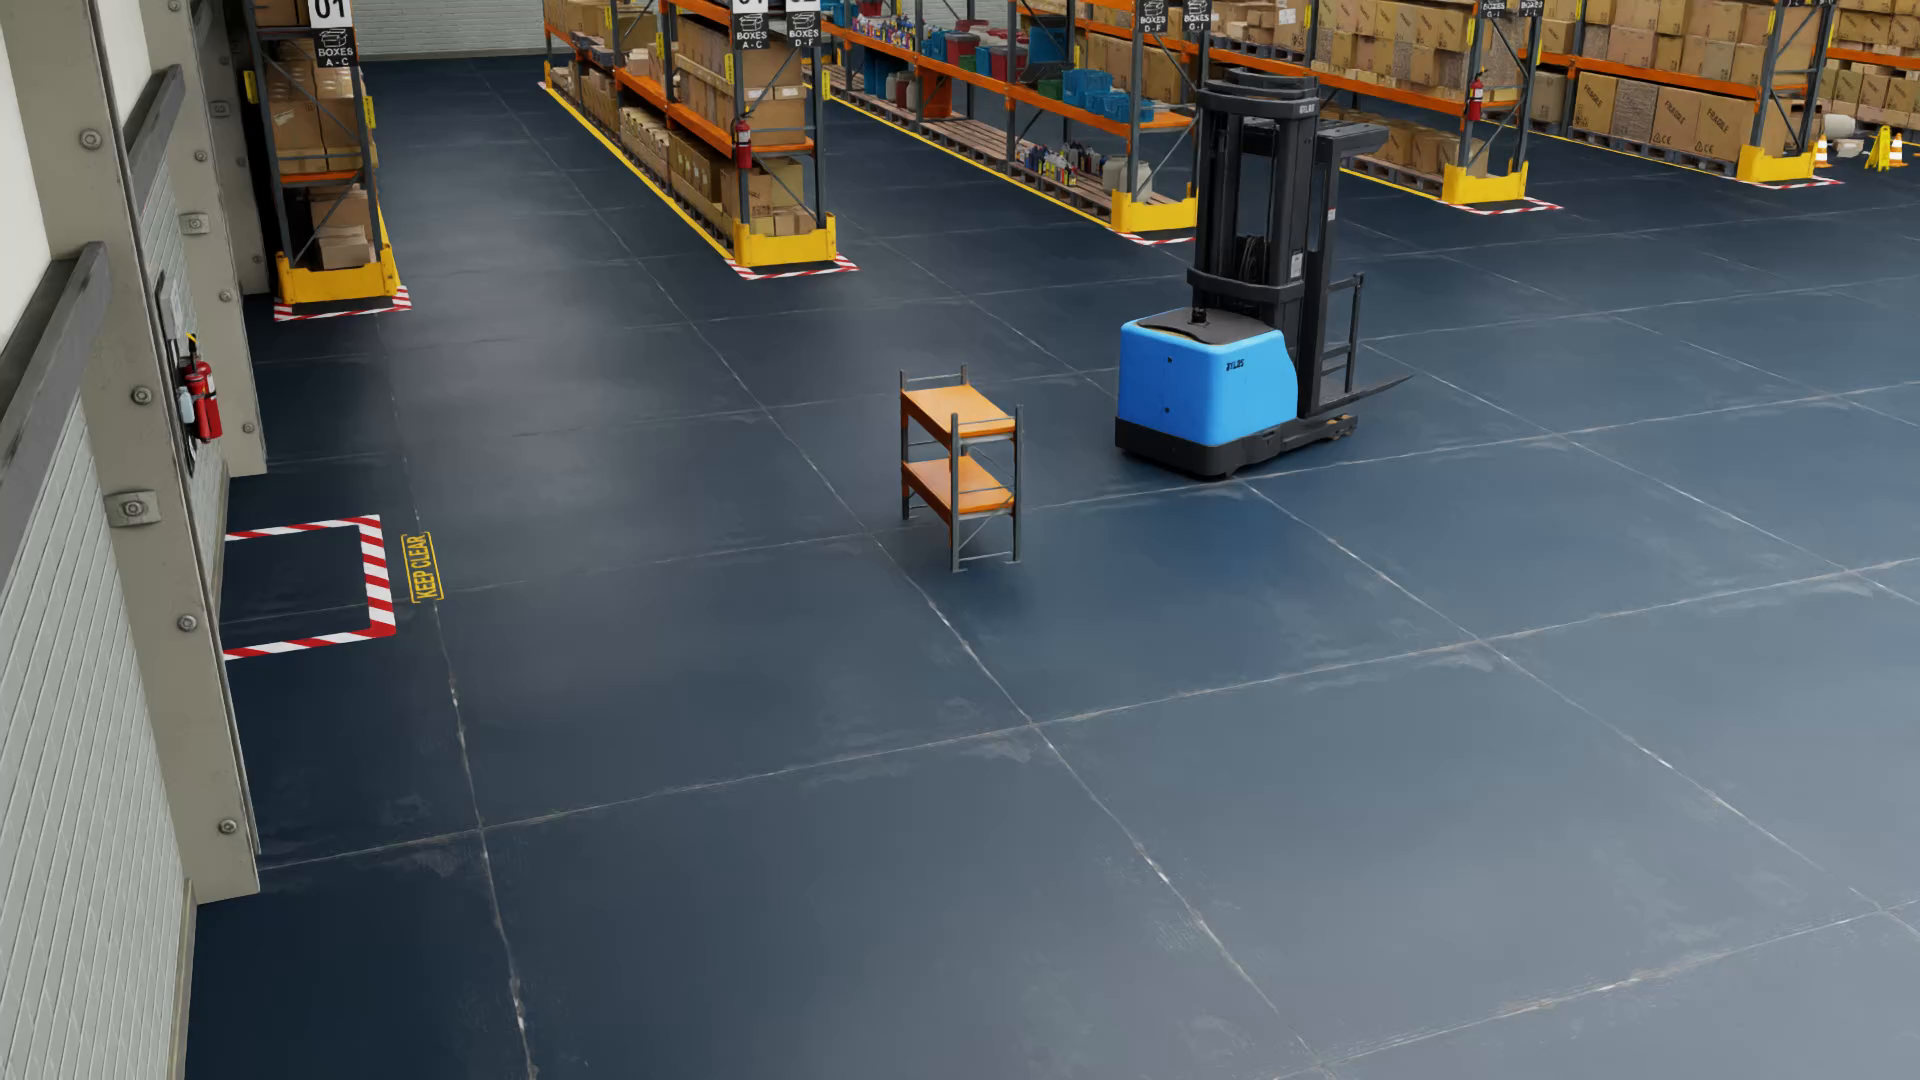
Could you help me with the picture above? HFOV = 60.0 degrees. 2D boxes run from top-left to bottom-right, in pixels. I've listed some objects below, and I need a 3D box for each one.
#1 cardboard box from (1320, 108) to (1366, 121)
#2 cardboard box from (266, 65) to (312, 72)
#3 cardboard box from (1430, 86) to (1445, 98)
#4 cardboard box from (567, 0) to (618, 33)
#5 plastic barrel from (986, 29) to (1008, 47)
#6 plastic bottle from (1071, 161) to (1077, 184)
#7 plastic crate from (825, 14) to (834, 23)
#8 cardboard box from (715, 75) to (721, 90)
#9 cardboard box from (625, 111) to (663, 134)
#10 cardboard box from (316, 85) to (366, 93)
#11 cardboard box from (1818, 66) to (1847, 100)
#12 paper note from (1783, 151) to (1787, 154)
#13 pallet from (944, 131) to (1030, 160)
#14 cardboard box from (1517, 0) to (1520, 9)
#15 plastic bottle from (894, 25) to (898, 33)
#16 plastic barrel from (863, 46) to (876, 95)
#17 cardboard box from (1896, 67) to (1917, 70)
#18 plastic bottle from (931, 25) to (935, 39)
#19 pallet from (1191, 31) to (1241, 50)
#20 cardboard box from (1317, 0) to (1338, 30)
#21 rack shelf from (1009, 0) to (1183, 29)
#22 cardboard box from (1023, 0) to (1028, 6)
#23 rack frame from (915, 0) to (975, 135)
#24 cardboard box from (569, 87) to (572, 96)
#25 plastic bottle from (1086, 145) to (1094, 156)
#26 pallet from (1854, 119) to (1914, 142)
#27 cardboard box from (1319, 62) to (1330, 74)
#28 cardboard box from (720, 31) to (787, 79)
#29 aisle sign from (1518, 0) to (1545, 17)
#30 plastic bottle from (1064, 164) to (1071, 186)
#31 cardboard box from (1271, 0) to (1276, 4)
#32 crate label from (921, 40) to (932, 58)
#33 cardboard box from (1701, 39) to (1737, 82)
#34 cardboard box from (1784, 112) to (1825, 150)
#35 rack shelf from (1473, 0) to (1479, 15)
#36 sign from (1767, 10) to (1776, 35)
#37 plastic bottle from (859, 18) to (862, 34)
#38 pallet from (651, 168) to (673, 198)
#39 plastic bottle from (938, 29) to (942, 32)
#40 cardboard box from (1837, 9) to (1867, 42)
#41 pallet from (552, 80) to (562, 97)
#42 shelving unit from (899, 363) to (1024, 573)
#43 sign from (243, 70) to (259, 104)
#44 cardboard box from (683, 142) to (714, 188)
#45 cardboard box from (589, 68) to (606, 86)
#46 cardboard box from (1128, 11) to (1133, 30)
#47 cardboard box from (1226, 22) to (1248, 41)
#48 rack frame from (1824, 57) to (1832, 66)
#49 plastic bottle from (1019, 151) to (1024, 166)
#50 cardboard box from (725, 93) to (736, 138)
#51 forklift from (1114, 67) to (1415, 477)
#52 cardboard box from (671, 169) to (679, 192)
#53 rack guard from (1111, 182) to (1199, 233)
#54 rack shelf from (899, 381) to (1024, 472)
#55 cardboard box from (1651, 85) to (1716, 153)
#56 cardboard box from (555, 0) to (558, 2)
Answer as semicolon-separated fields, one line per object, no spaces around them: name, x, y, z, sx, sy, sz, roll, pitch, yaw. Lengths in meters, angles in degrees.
cardboard box;5.903;-6.383;25.711;0.500;0.500;0.500;-9;25;-21
cardboard box;-7.953;-5.351;19.786;0.500;0.500;0.500;-8;24;-19
cardboard box;6.694;-6.173;22.858;0.380;0.149;0.250;-8;24;-19
cardboard box;-6.337;-9.078;28.757;0.700;0.500;0.500;-18;29;-36
plastic barrel;0.621;-7.677;25.927;0.433;0.535;0.433;0;23;0
plastic bottle;1.556;-5.028;22.748;0.061;0.283;0.133;-8;24;-19
plastic crate;-2.307;-9.990;31.868;0.437;0.125;0.590;-8;24;-19
cardboard box;-2.734;-5.514;20.006;0.380;0.149;0.250;-8;24;-17
cardboard box;-4.779;-6.353;25.238;0.500;0.311;0.500;-9;24;-20
cardboard box;-6.742;-4.681;18.197;0.500;0.500;0.500;-8;24;-19
cardboard box;15.026;-7.873;28.601;0.500;0.500;0.500;-7;24;-16
paper note;12.937;-6.101;26.189;0.144;0.017;0.142;0;23;-1
pallet;0.417;-6.252;26.312;1.003;0.211;1.213;-8;24;-19
cardboard box;9.933;-9.193;28.283;0.700;0.500;0.500;-8;24;-19
plastic bottle;-1.123;-8.803;28.925;0.061;0.283;0.133;-8;24;-19
plastic barrel;-1.484;-8.746;30.800;0.600;0.901;0.708;-8;24;-19
cardboard box;18.984;-9.378;32.654;0.875;0.625;0.625;-9;25;-21
plastic bottle;-0.463;-8.840;29.012;0.061;0.283;0.133;-8;24;-19
pallet;4.738;-8.613;28.570;1.213;0.211;1.003;-8;24;-19
cardboard box;5.721;-7.938;24.922;0.500;0.500;0.500;-8;24;-19
rack shelf;1.872;-7.137;21.885;1.077;0.370;4.000;-8;24;-19
cardboard box;1.560;-11.377;35.203;0.380;0.149;0.250;-9;24;-20
rack frame;-0.247;-8.266;27.500;1.000;3.000;0.127;-8;24;-19
cardboard box;-6.951;-8.227;30.510;0.380;0.149;0.250;-8;24;-19
plastic bottle;1.845;-5.413;23.576;0.144;0.351;0.185;-8;24;-19
pallet;15.776;-6.884;27.811;1.003;0.211;1.213;-8;24;-19
cardboard box;5.670;-7.165;25.210;0.380;0.149;0.250;-8;24;-19
cardboard box;-2.419;-5.706;19.627;0.700;0.500;0.500;-9;24;-20
aisle sign;7.515;-7.256;21.755;0.394;0.787;0.004;-8;24;-19
plastic bottle;1.462;-4.958;22.581;0.061;0.283;0.133;-8;24;-18
cardboard box;6.866;-11.474;35.435;0.380;0.149;0.250;-9;24;-20
crate label;-0.449;-7.985;27.048;0.303;0.233;0.416;-8;24;-19
cardboard box;11.500;-7.077;24.487;0.875;0.550;0.550;-8;24;-19
cardboard box;13.495;-6.539;26.617;0.637;0.503;0.797;12;26;27
rack shelf;6.506;-7.816;23.497;1.077;0.370;4.000;-8;24;-19
sign;11.376;-7.256;23.308;0.100;0.325;0.005;-8;24;-19
plastic bottle;-1.791;-9.345;30.226;0.097;0.271;0.097;0;23;0
pallet;-3.766;-5.112;23.607;1.003;0.211;1.213;-8;24;-19
plastic bottle;-0.333;-8.614;28.492;0.097;0.271;0.097;0;23;0
cardboard box;15.164;-8.658;27.918;0.500;0.500;0.500;-8;24;-19
pallet;-7.399;-8.893;32.577;1.003;0.211;1.213;-8;24;-19
shelving unit;-0.002;-0.521;11.537;0.538;1.125;1.048;-8;24;-19
sign;-7.216;-4.611;16.929;0.100;0.325;0.005;-8;24;-19
cardboard box;-3.245;-4.832;21.386;0.500;0.500;0.500;-8;24;-19
cardboard box;-5.999;-7.865;28.235;0.500;0.250;0.500;-8;24;-19
cardboard box;3.444;-9.692;30.755;0.500;0.500;0.500;-8;24;-18
cardboard box;4.763;-8.430;27.541;0.500;0.250;0.500;-9;24;-20
rack frame;18.300;-10.988;33.958;1.000;3.000;0.127;-8;24;-19
plastic bottle;0.904;-5.513;24.005;0.097;0.201;0.097;0;23;0
cardboard box;-2.399;-5.089;19.833;0.700;0.500;0.500;-8;24;-18
forklift;2.669;-2.306;13.448;3.031;2.935;1.130;-20;30;-39
cardboard box;-3.589;-4.851;22.397;0.500;0.250;0.500;-8;24;-19
rack guard;2.508;-4.229;21.139;1.175;0.500;0.348;-8;24;-19
rack shelf;-0.002;-0.791;11.424;0.538;0.278;1.000;-8;24;-19
cardboard box;11.274;-6.454;25.396;0.875;0.875;0.875;-9;24;-20
cardboard box;-7.254;-10.248;30.787;0.500;0.500;0.500;-9;24;-19
